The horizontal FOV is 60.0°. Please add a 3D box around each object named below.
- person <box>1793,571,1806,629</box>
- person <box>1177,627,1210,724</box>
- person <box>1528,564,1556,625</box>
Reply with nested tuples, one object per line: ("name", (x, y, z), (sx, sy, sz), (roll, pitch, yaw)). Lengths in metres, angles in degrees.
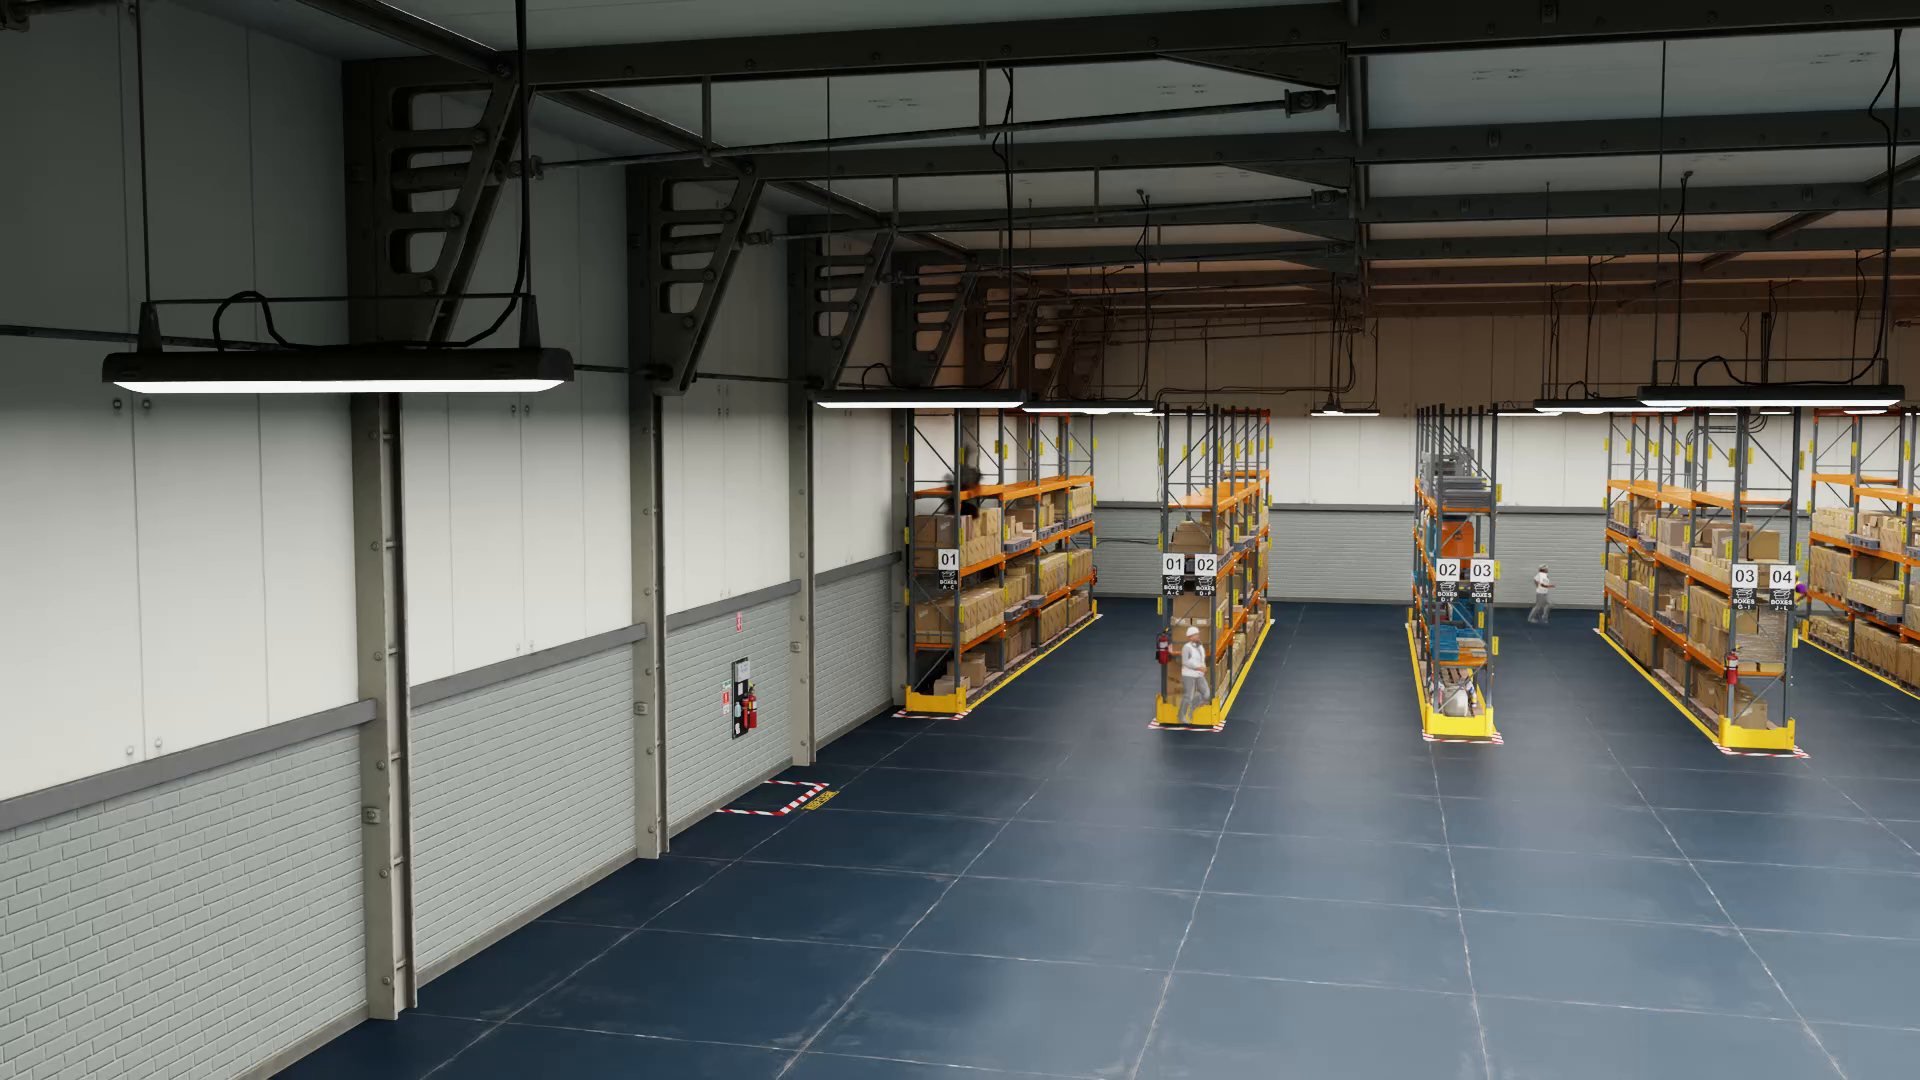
("person", (22.180, 1.668, 44.223), (0.581, 1.715, 0.749), (0, 4, -5))
("person", (4.196, 2.413, 29.636), (0.689, 1.752, 0.685), (-4, 6, -42))
("person", (16.201, 1.522, 46.276), (0.739, 1.751, 0.568), (2, 5, 26))
